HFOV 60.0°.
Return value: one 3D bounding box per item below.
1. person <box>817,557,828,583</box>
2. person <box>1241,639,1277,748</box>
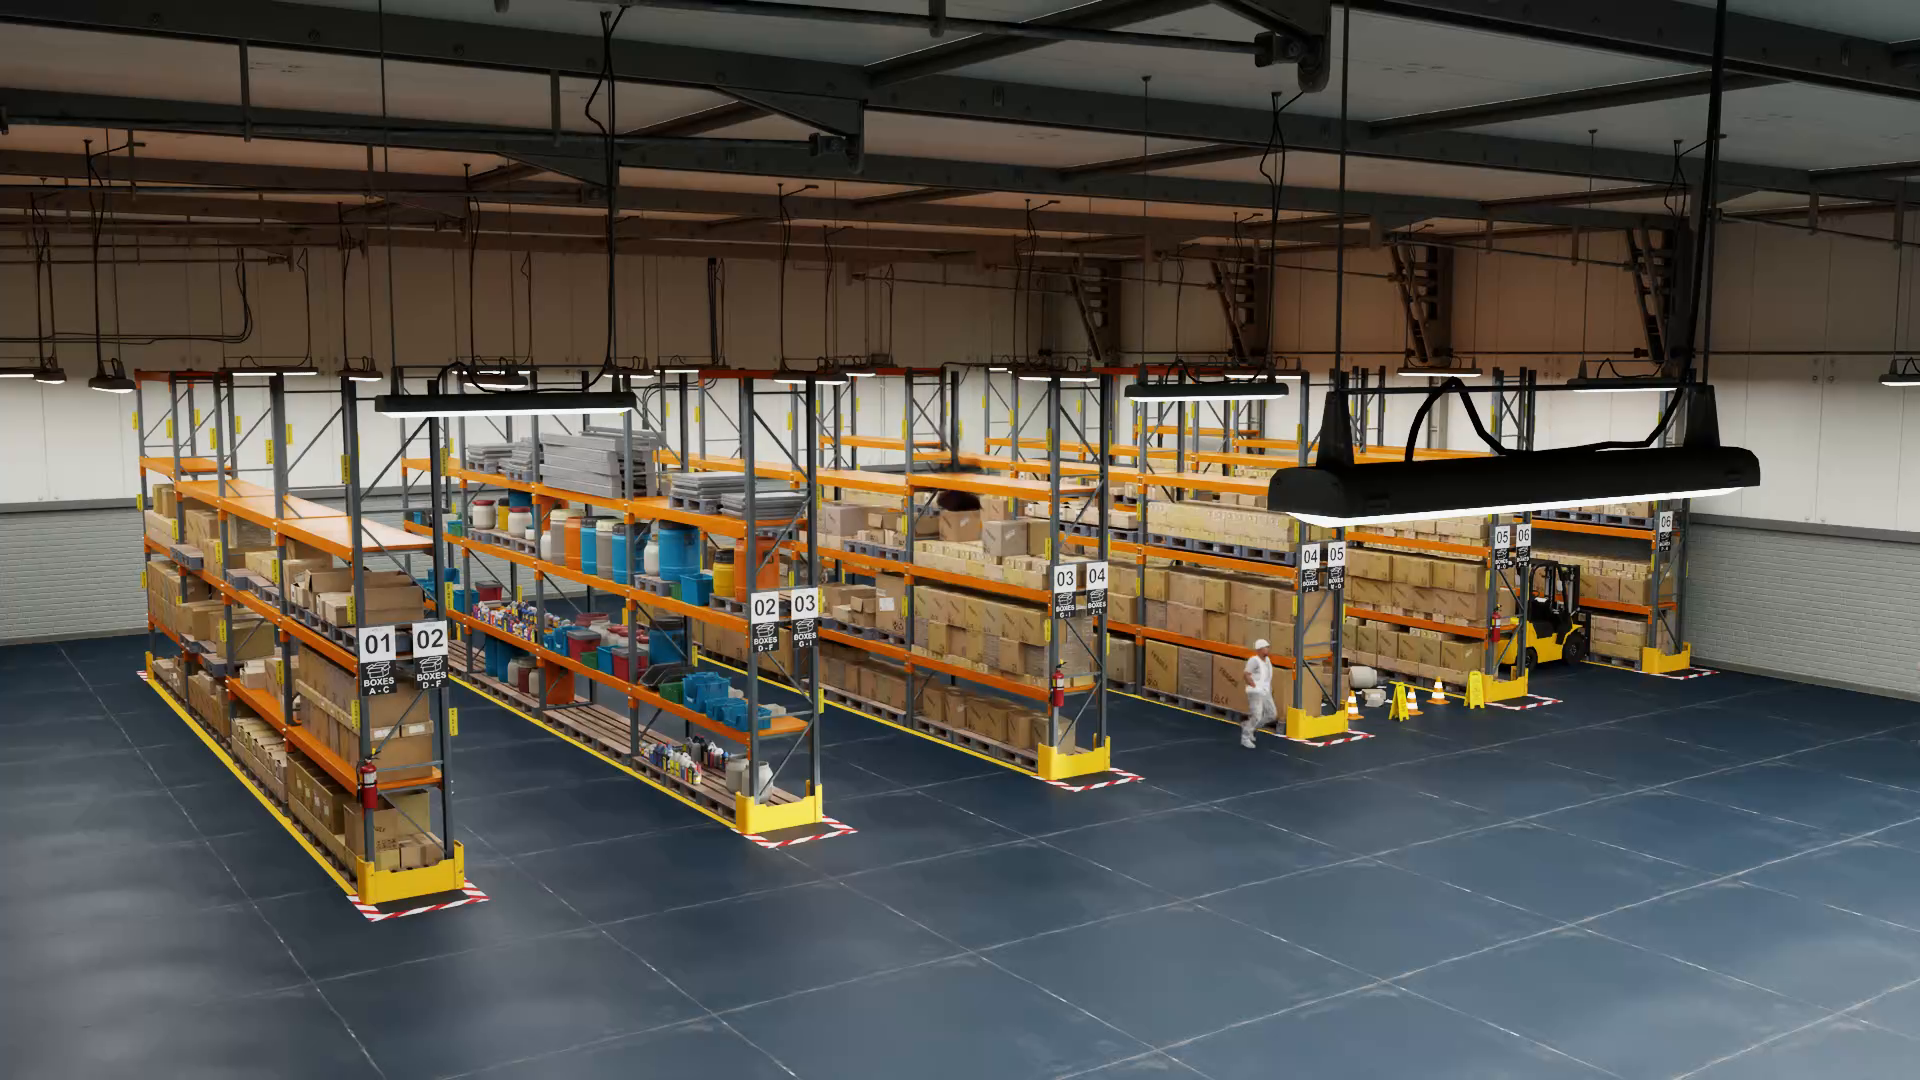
[{"bbox_3d":[-3.285,1.221,38.020,0.547,1.709,0.736,-3,7,-27],"label":"person"},{"bbox_3d":[4.860,2.461,26.785,0.523,1.710,0.743,6,9,41],"label":"person"}]
